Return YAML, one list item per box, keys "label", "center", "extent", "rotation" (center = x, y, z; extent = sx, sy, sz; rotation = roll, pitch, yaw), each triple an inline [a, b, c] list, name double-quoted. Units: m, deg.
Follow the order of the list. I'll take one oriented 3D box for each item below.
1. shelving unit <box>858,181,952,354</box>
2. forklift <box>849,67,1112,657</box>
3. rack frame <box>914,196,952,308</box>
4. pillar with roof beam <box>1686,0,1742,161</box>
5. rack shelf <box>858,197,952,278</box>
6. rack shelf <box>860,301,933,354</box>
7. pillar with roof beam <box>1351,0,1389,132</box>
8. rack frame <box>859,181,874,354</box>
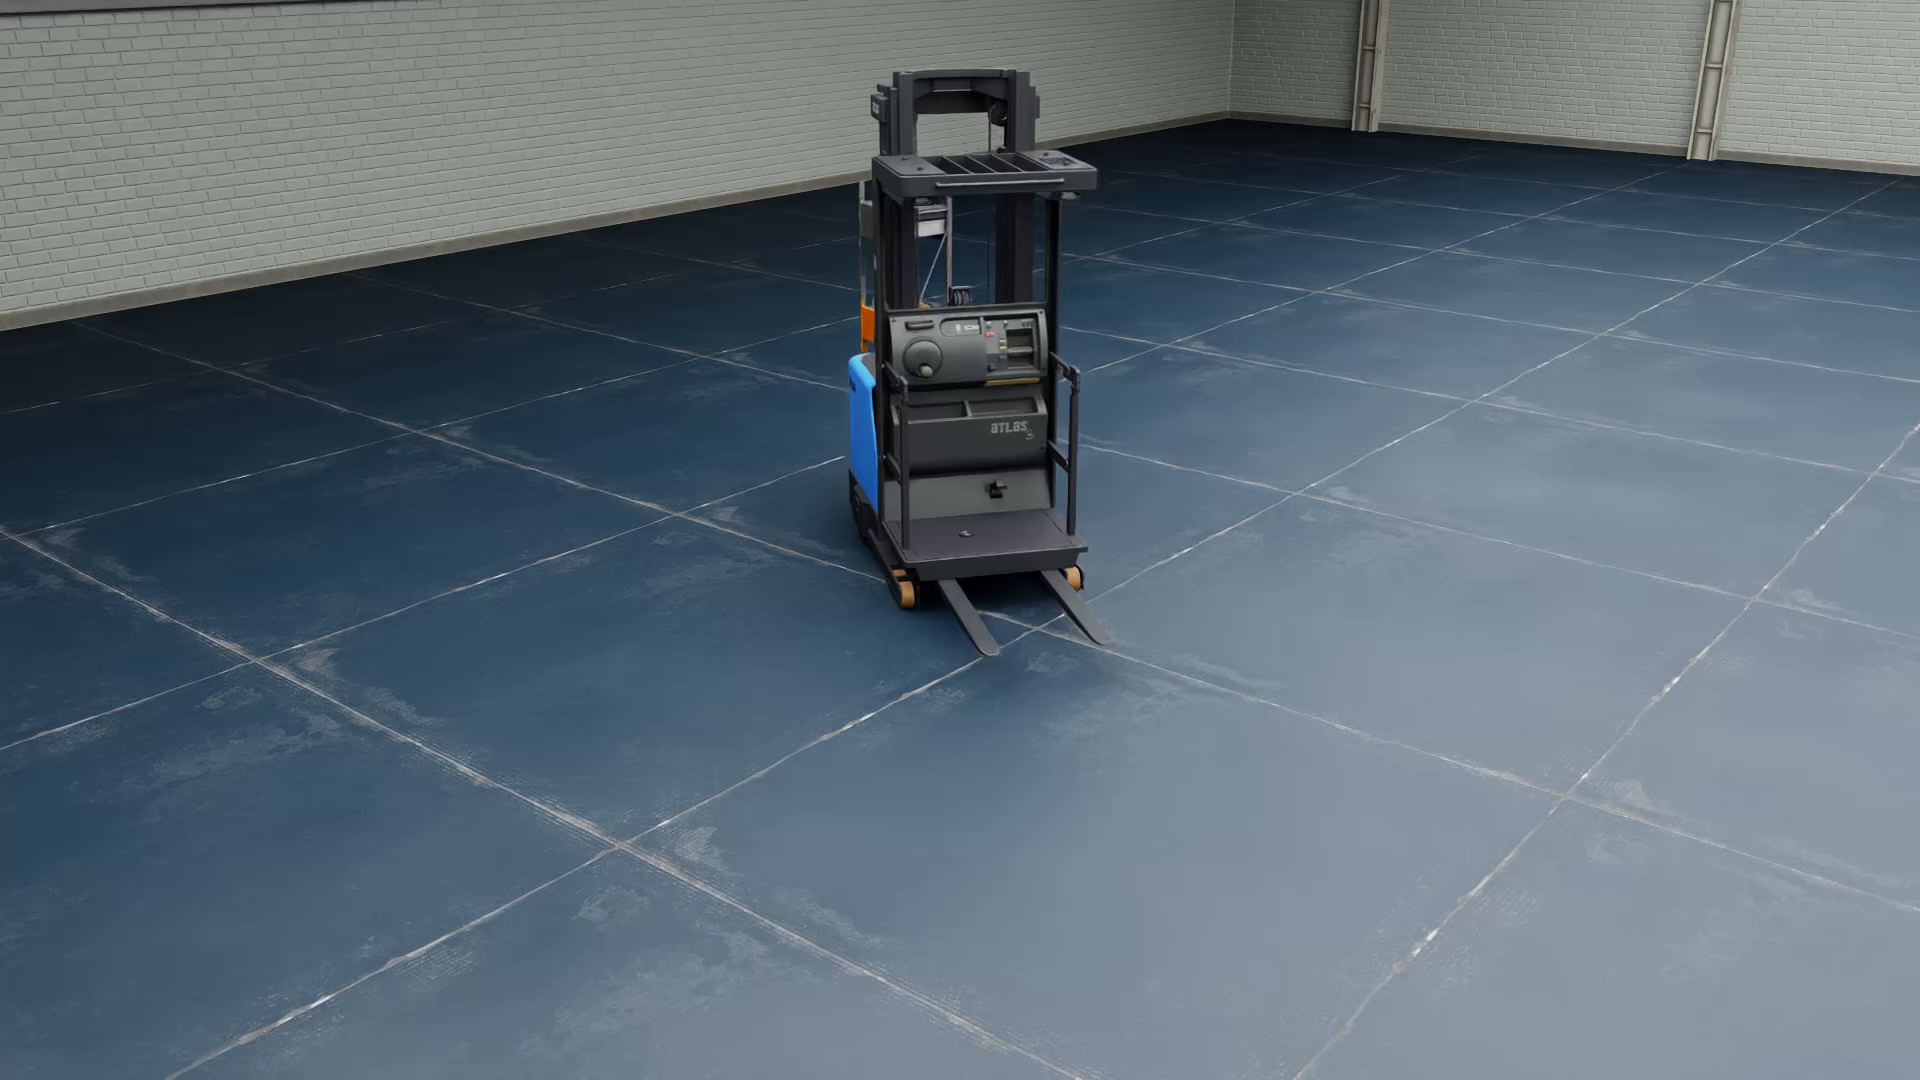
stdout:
- label: "shelving unit"
  center: [-0.369, -1.362, 11.300]
  extent: [0.431, 2.100, 0.503]
  rotation: [-14, 25, -33]
- label: "forklift"
  center: [0.105, -1.119, 9.481]
  extent: [1.130, 2.935, 3.031]
  rotation: [-5, 21, -13]
- label: "rack frame"
  center: [-0.228, -1.291, 11.113]
  extent: [0.400, 2.100, 0.015]
  rotation: [-14, 25, -33]
- label: "pillar with roof beam"
  center: [9.410, -9.267, 22.490]
  extent: [0.400, 9.000, 9.100]
  rotation: [16, 26, 36]
- label: "rack shelf"
  center: [-0.365, -2.005, 11.059]
  extent: [0.431, 0.518, 0.480]
  rotation: [-14, 25, -33]
- label: "rack shelf"
  center: [-0.369, -1.349, 11.304]
  extent: [0.431, 0.518, 0.480]
  rotation: [-14, 25, -33]
- label: "pillar with roof beam"
  center: [4.761, -10.606, 26.040]
  extent: [0.400, 9.000, 9.100]
  rotation: [16, 26, 36]
- label: "rack frame"
  center: [-0.509, -1.433, 11.486]
  extent: [0.400, 2.100, 0.015]
  rotation: [-14, 25, -33]
